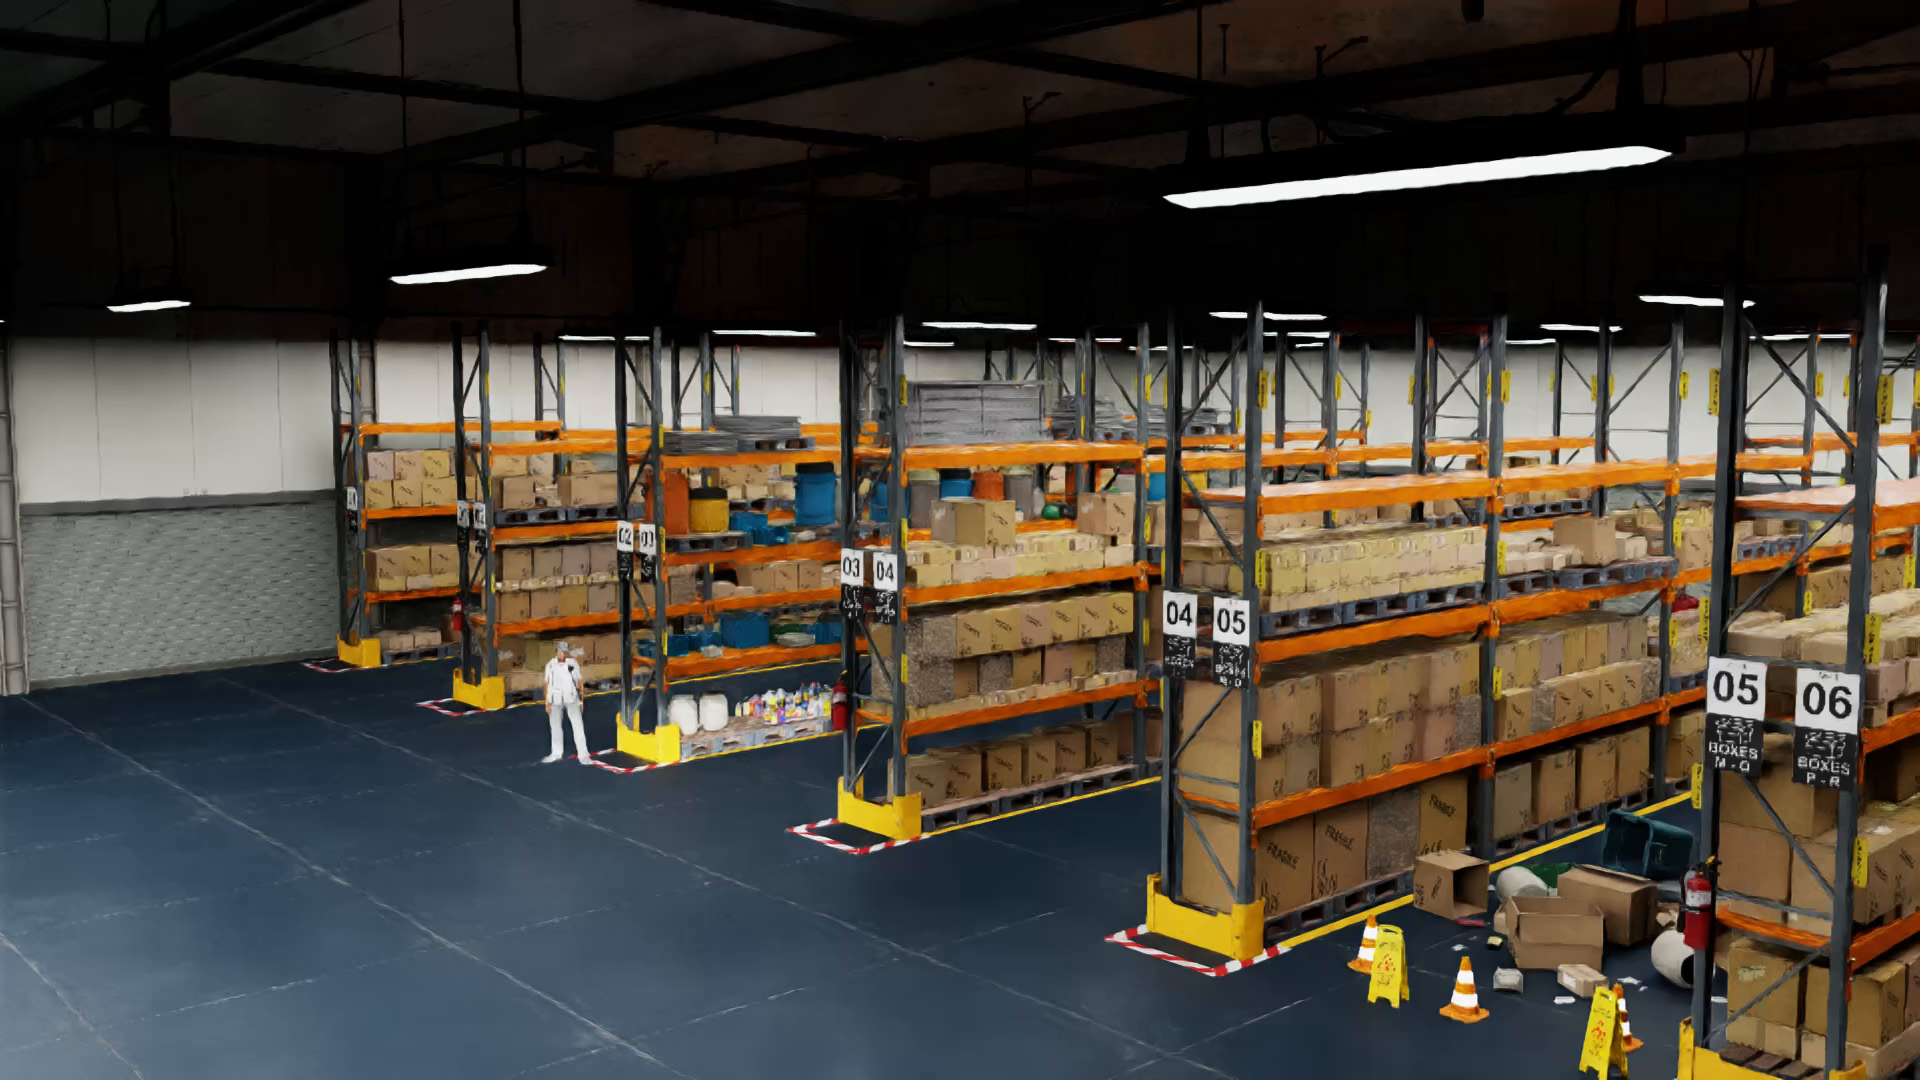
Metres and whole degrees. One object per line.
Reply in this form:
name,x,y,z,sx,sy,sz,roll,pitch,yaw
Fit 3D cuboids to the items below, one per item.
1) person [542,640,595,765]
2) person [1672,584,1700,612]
person,-5.220,2.151,22.109,0.731,1.653,0.559,-1,6,-6
person,12.310,1.534,28.375,0.531,1.676,0.682,-5,8,-44
